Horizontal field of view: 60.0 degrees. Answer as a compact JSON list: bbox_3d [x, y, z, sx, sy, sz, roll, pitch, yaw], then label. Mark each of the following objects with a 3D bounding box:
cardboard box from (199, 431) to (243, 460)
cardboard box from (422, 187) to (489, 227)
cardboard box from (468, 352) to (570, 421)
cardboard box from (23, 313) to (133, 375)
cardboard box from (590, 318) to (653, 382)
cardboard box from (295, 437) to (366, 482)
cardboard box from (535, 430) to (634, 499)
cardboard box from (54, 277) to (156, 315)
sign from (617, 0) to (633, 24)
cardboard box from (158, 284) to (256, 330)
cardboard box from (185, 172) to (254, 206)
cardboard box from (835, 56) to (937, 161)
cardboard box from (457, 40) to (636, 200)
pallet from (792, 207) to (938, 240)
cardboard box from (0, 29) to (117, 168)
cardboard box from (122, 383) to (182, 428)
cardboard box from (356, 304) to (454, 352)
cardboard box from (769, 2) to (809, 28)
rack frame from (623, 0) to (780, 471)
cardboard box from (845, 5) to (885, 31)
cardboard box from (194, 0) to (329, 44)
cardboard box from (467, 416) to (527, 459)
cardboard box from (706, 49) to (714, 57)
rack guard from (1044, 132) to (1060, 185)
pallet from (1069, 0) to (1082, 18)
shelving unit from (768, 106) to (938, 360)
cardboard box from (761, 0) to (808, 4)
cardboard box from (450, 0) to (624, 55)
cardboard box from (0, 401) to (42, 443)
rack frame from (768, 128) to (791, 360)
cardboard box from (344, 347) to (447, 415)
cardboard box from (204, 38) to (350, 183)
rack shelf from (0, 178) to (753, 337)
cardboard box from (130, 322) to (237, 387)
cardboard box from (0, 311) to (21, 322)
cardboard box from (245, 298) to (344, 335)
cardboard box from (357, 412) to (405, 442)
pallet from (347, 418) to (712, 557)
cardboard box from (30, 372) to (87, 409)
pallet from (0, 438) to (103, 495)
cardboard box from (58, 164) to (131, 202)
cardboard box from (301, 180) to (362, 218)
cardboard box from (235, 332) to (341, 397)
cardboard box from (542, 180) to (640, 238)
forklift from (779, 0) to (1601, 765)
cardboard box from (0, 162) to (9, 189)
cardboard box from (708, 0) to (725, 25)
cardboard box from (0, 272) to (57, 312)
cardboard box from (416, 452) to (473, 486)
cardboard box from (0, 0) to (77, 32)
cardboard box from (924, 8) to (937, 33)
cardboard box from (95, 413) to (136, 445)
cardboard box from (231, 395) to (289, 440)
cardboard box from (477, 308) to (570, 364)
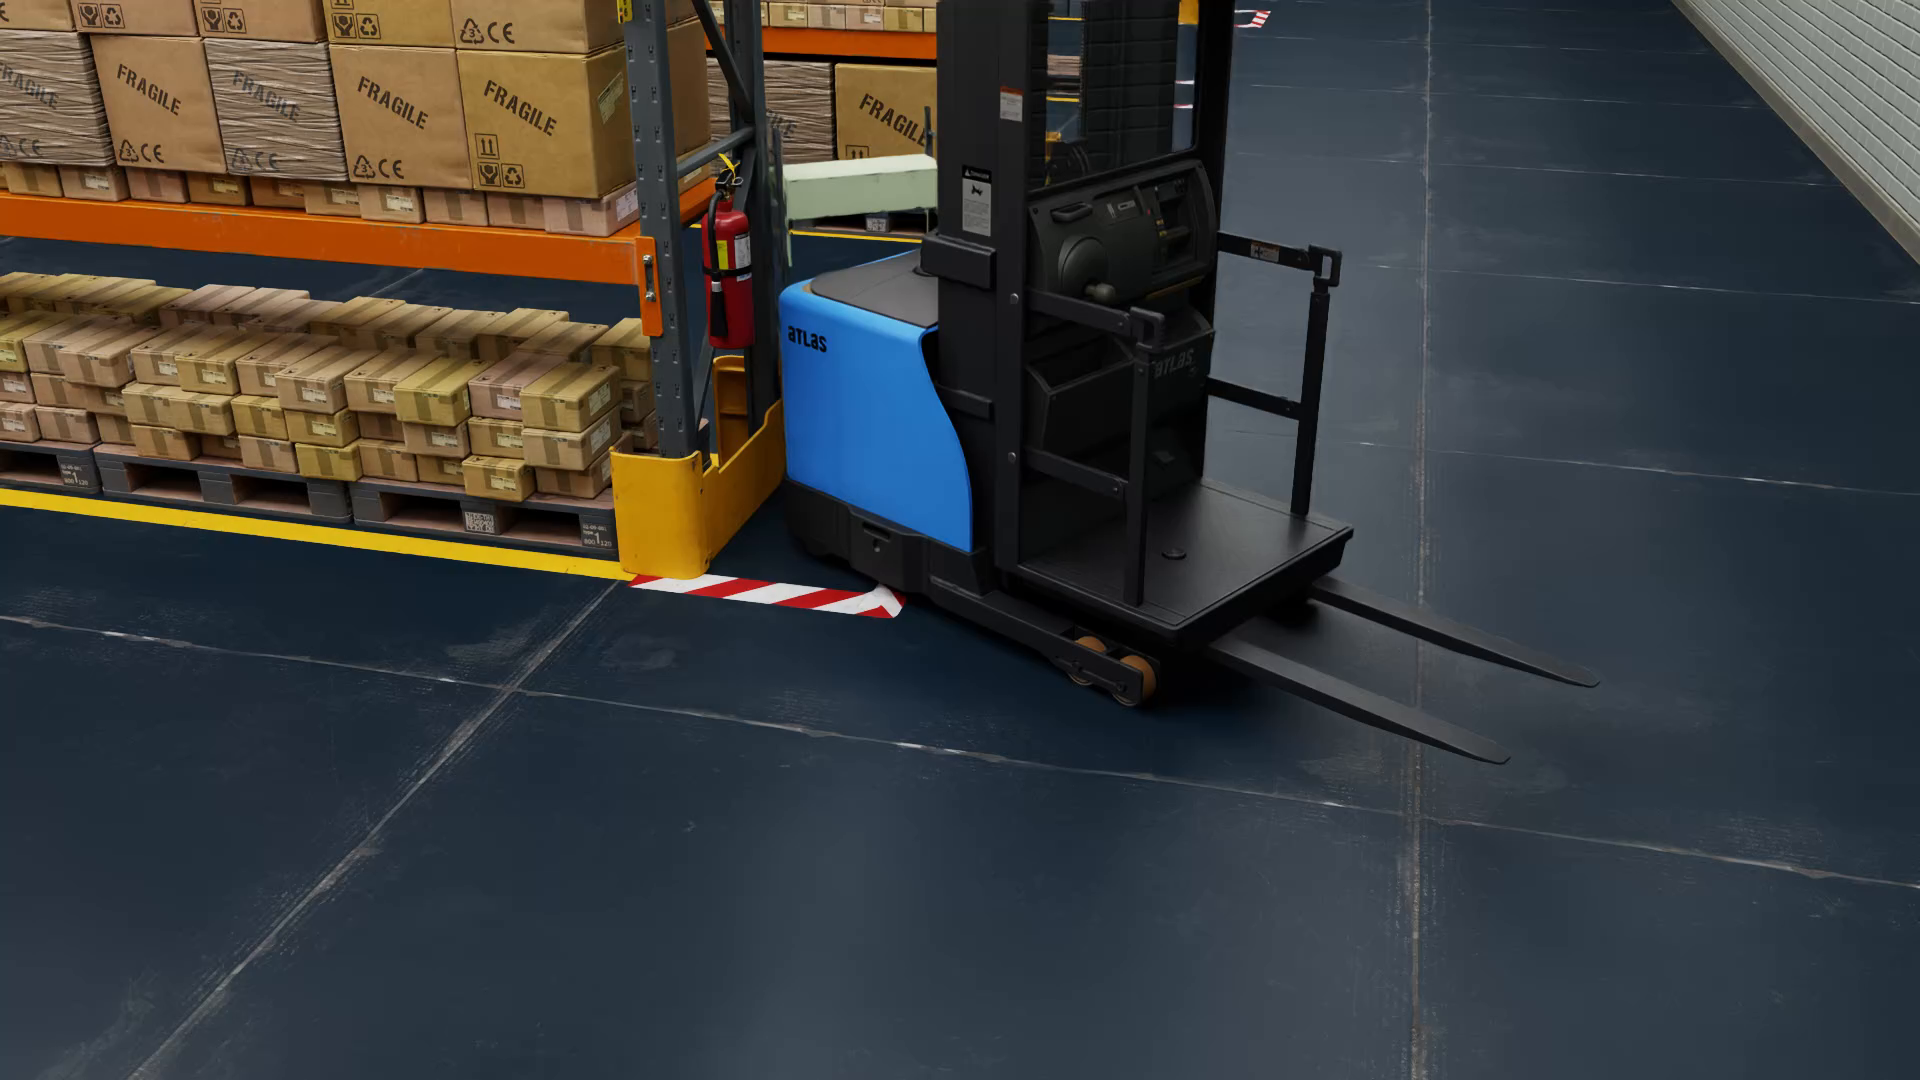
[{"bbox_3d":[-3.023,-0.487,7.112,0.250,0.149,0.380,7,26,14],"label":"cardboard box"},{"bbox_3d":[-1.826,-1.314,6.314,0.250,0.149,0.380,6,26,12],"label":"cardboard box"},{"bbox_3d":[-1.767,-0.621,6.700,0.250,0.149,0.380,7,26,14],"label":"cardboard box"},{"bbox_3d":[-3.786,-0.845,7.171,0.250,0.149,0.380,6,26,12],"label":"cardboard box"},{"bbox_3d":[-1.385,-0.816,7.111,0.250,0.149,0.380,5,26,11],"label":"cardboard box"},{"bbox_3d":[-2.537,-0.391,6.911,0.250,0.149,0.380,5,26,11],"label":"cardboard box"},{"bbox_3d":[-1.524,-0.320,6.760,0.250,0.149,0.380,7,26,14],"label":"cardboard box"},{"bbox_3d":[-3.926,-1.083,7.671,0.250,0.149,0.380,6,26,13],"label":"cardboard box"},{"bbox_3d":[-1.119,-1.884,5.504,0.005,0.325,0.100,6,26,13],"label":"sign"},{"bbox_3d":[-3.409,-1.032,7.564,0.250,0.149,0.380,5,26,10],"label":"cardboard box"},{"bbox_3d":[-2.835,-1.448,6.594,0.250,0.149,0.380,7,26,14],"label":"cardboard box"},{"bbox_3d":[-0.268,-2.767,11.056,0.875,0.875,0.875,6,26,13],"label":"cardboard box"},{"bbox_3d":[-1.461,-1.568,6.092,0.500,0.500,0.500,7,26,14],"label":"cardboard box"},{"bbox_3d":[-0.423,-2.296,11.327,1.213,0.211,1.003,6,26,13],"label":"pallet"},{"bbox_3d":[-3.459,-1.779,6.534,0.500,0.500,0.500,6,26,12],"label":"cardboard box"},{"bbox_3d":[-3.302,-0.617,7.039,0.250,0.149,0.380,6,26,13],"label":"cardboard box"},{"bbox_3d":[-2.421,-0.902,7.291,0.250,0.149,0.380,7,26,15],"label":"cardboard box"},{"bbox_3d":[-1.045,-3.398,10.691,0.250,0.149,0.380,6,26,12],"label":"cardboard box"},{"bbox_3d":[-0.962,-1.448,6.302,0.127,3.000,1.000,6,26,13],"label":"rack frame"},{"bbox_3d":[-0.552,-3.344,10.577,0.250,0.149,0.380,6,26,13],"label":"cardboard box"},{"bbox_3d":[-2.464,-2.130,6.110,0.500,0.500,0.500,8,27,16],"label":"cardboard box"},{"bbox_3d":[-1.784,-0.473,6.735,0.250,0.149,0.380,6,26,12],"label":"cardboard box"},{"bbox_3d":[-2.012,-2.960,11.461,0.875,0.875,0.875,6,26,13],"label":"cardboard box"},{"bbox_3d":[0.395,-2.371,11.148,0.348,0.500,1.175,6,26,13],"label":"rack guard"},{"bbox_3d":[1.996,-6.460,20.073,1.213,0.211,1.003,6,26,13],"label":"pallet"},{"bbox_3d":[-0.408,-1.037,7.096,0.755,1.500,0.431,-8,22,-16],"label":"shelving unit"},{"bbox_3d":[-1.148,-3.619,10.690,0.500,0.250,0.500,5,26,11],"label":"cardboard box"},{"bbox_3d":[-1.467,-2.024,5.887,0.500,0.500,0.500,6,26,12],"label":"cardboard box"},{"bbox_3d":[-4.052,-0.572,7.290,0.250,0.149,0.380,6,26,13],"label":"cardboard box"},{"bbox_3d":[-0.756,-0.985,6.996,0.023,1.500,0.400,-8,22,-16],"label":"rack frame"},{"bbox_3d":[-2.284,-0.650,6.761,0.250,0.149,0.380,5,26,11],"label":"cardboard box"},{"bbox_3d":[-2.452,-1.676,6.318,0.500,0.500,0.500,6,26,13],"label":"cardboard box"},{"bbox_3d":[-2.899,-1.337,6.906,4.000,0.370,1.077,6,26,13],"label":"rack shelf"},{"bbox_3d":[-3.276,-0.789,7.053,0.250,0.149,0.380,5,26,11],"label":"cardboard box"},{"bbox_3d":[-4.302,-0.870,7.223,0.250,0.149,0.380,8,27,16],"label":"cardboard box"},{"bbox_3d":[-2.931,-0.936,7.363,0.250,0.149,0.380,6,26,13],"label":"cardboard box"},{"bbox_3d":[-2.282,-0.549,6.895,0.250,0.149,0.380,6,26,12],"label":"cardboard box"},{"bbox_3d":[-1.813,-0.299,7.132,1.213,0.211,1.003,6,26,13],"label":"pallet"},{"bbox_3d":[-3.791,-0.710,7.233,0.250,0.149,0.380,5,26,10],"label":"cardboard box"},{"bbox_3d":[-4.177,-0.560,7.680,1.213,0.211,1.003,6,26,13],"label":"pallet"},{"bbox_3d":[-3.355,-1.475,6.652,0.250,0.149,0.380,7,26,15],"label":"cardboard box"},{"bbox_3d":[-2.327,-1.373,6.436,0.250,0.149,0.380,5,26,11],"label":"cardboard box"},{"bbox_3d":[-2.786,-0.730,6.929,0.250,0.149,0.380,5,26,11],"label":"cardboard box"},{"bbox_3d":[-1.348,-1.252,6.182,0.250,0.149,0.380,6,26,13],"label":"cardboard box"},{"bbox_3d":[0.716,-0.991,5.497,3.031,2.867,1.129,22,33,38],"label":"forklift"},{"bbox_3d":[-3.841,-1.561,6.832,0.250,0.149,0.380,5,26,11],"label":"cardboard box"},{"bbox_3d":[-1.536,-3.453,10.806,0.250,0.149,0.380,7,26,14],"label":"cardboard box"},{"bbox_3d":[-4.426,-1.117,7.743,0.250,0.149,0.380,7,26,14],"label":"cardboard box"},{"bbox_3d":[-2.032,-0.369,6.864,0.250,0.149,0.380,6,26,13],"label":"cardboard box"},{"bbox_3d":[-3.473,-2.241,6.342,0.500,0.500,0.500,7,26,14],"label":"cardboard box"},{"bbox_3d":[-0.056,-3.289,10.462,0.250,0.149,0.380,7,26,14],"label":"cardboard box"},{"bbox_3d":[-3.524,-0.552,7.247,0.250,0.149,0.380,5,26,11],"label":"cardboard box"},{"bbox_3d":[-2.796,-0.562,6.924,0.250,0.149,0.380,8,27,16],"label":"cardboard box"},{"bbox_3d":[-1.894,-0.876,7.237,0.250,0.149,0.380,6,26,13],"label":"cardboard box"}]
